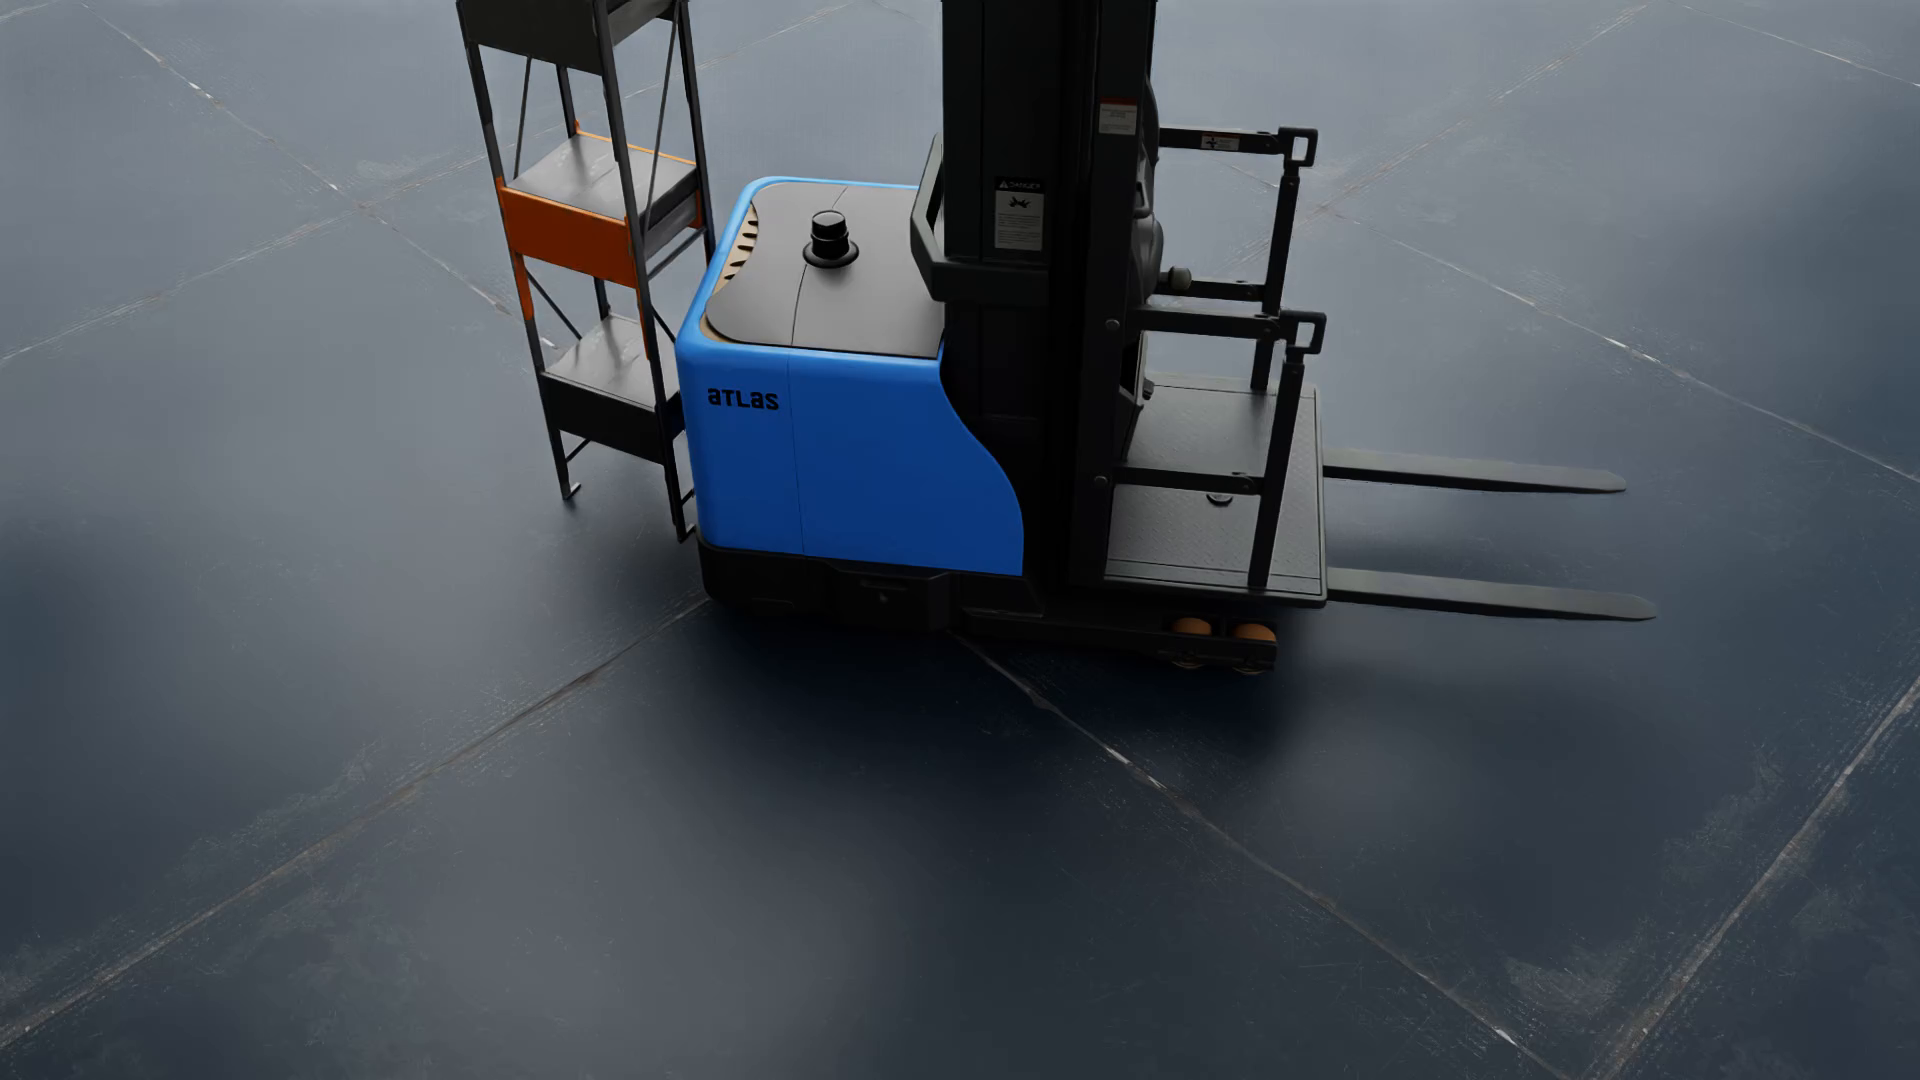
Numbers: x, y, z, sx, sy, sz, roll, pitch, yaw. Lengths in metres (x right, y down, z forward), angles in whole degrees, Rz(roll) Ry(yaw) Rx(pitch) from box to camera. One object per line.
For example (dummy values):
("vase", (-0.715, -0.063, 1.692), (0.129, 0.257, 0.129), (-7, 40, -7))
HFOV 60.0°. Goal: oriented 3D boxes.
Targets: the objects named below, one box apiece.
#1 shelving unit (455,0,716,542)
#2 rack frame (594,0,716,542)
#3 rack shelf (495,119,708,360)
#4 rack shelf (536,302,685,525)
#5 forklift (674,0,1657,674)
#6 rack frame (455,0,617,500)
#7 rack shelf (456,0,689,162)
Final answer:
("shelving unit", (-1.098, -0.961, 5.243), (0.503, 2.100, 0.431), (19, 46, 19))
("rack frame", (-0.880, -0.887, 5.162), (0.015, 2.100, 0.400), (19, 46, 19))
("rack shelf", (-1.098, -0.951, 5.252), (0.480, 0.518, 0.431), (19, 46, 19))
("rack shelf", (-1.097, -0.437, 5.727), (0.480, 0.518, 0.431), (19, 46, 19))
("forklift", (0.711, -1.037, 4.713), (3.031, 2.935, 1.130), (5, 43, 6))
("rack frame", (-1.316, -1.035, 5.323), (0.015, 2.100, 0.400), (19, 46, 19))
("rack shelf", (-1.099, -1.465, 4.777), (0.480, 0.518, 0.431), (19, 46, 19))
